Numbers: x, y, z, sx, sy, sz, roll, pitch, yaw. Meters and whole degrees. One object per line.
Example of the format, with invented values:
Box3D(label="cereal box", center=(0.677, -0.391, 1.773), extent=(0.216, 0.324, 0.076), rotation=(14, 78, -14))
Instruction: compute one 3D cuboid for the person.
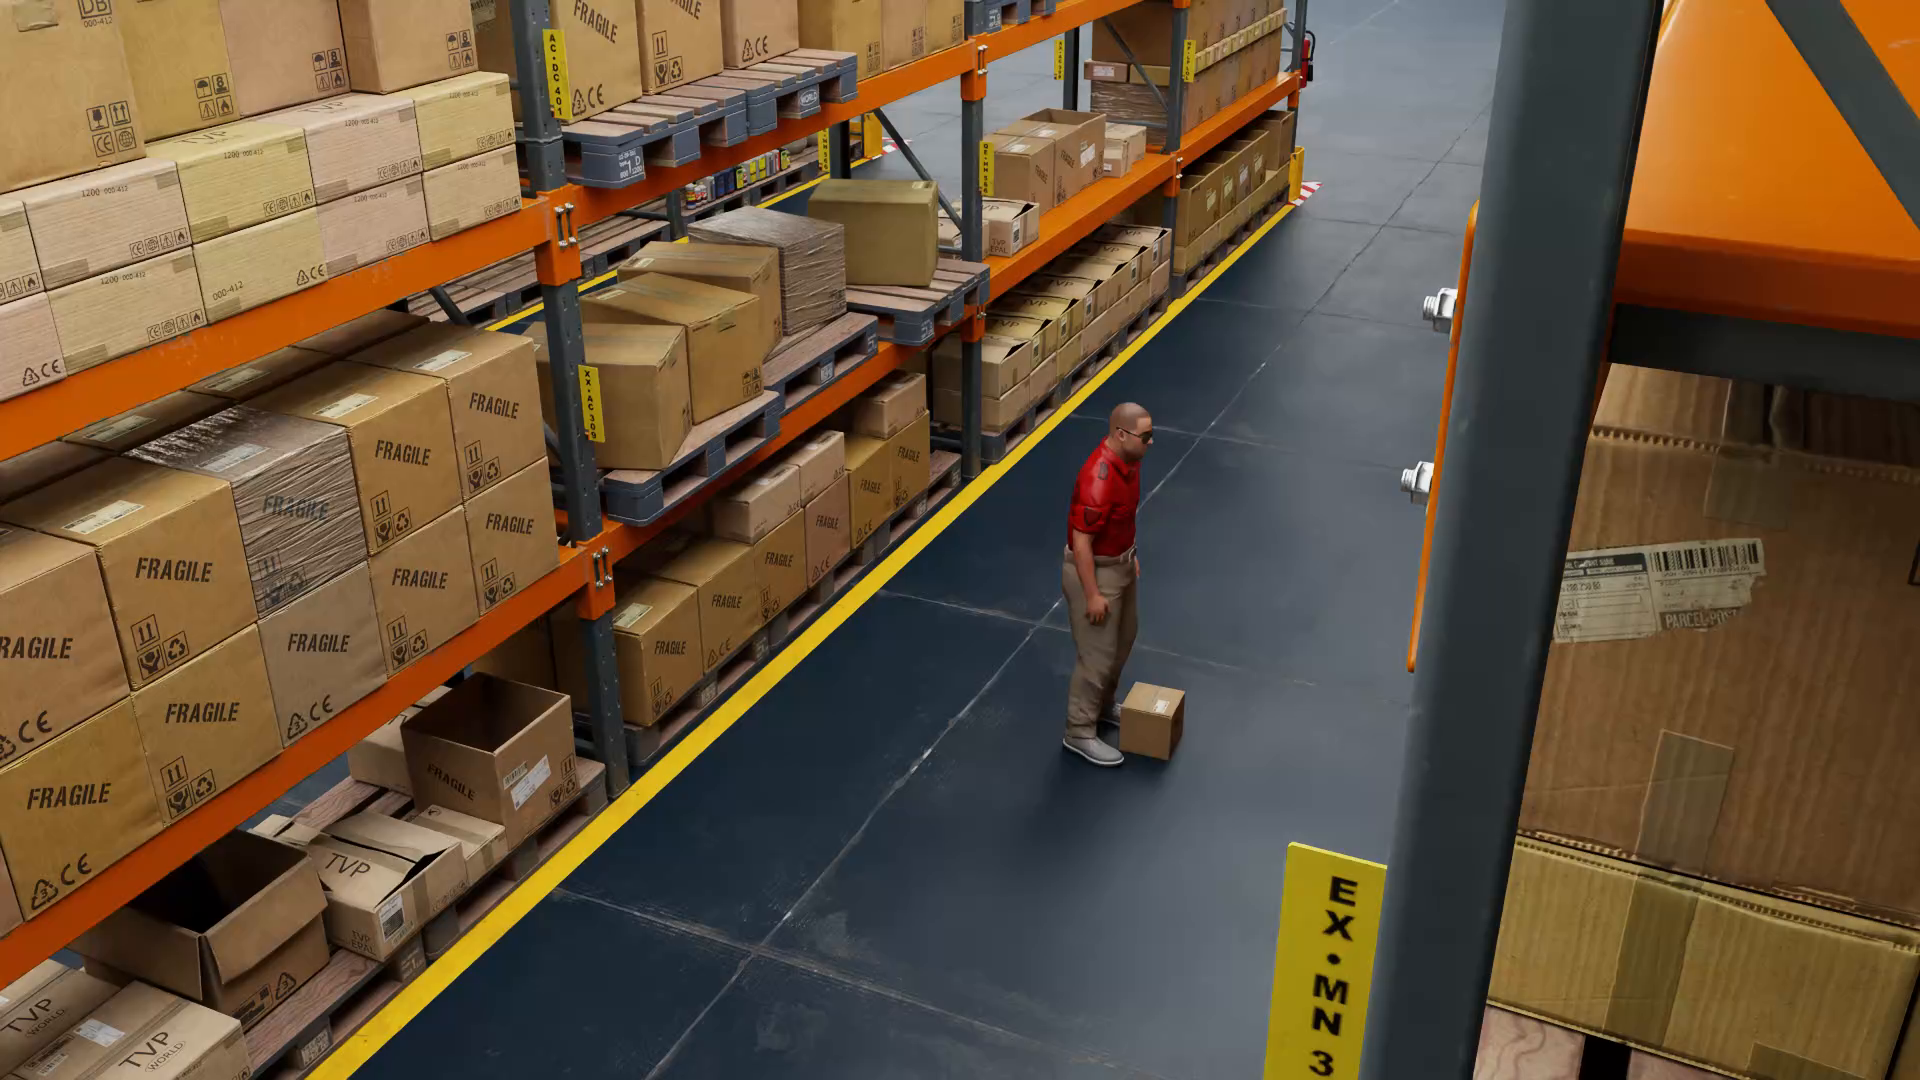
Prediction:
Box3D(label="person", center=(0.693, 0.167, 7.786), extent=(0.387, 1.726, 0.588), rotation=(11, 28, 21))
